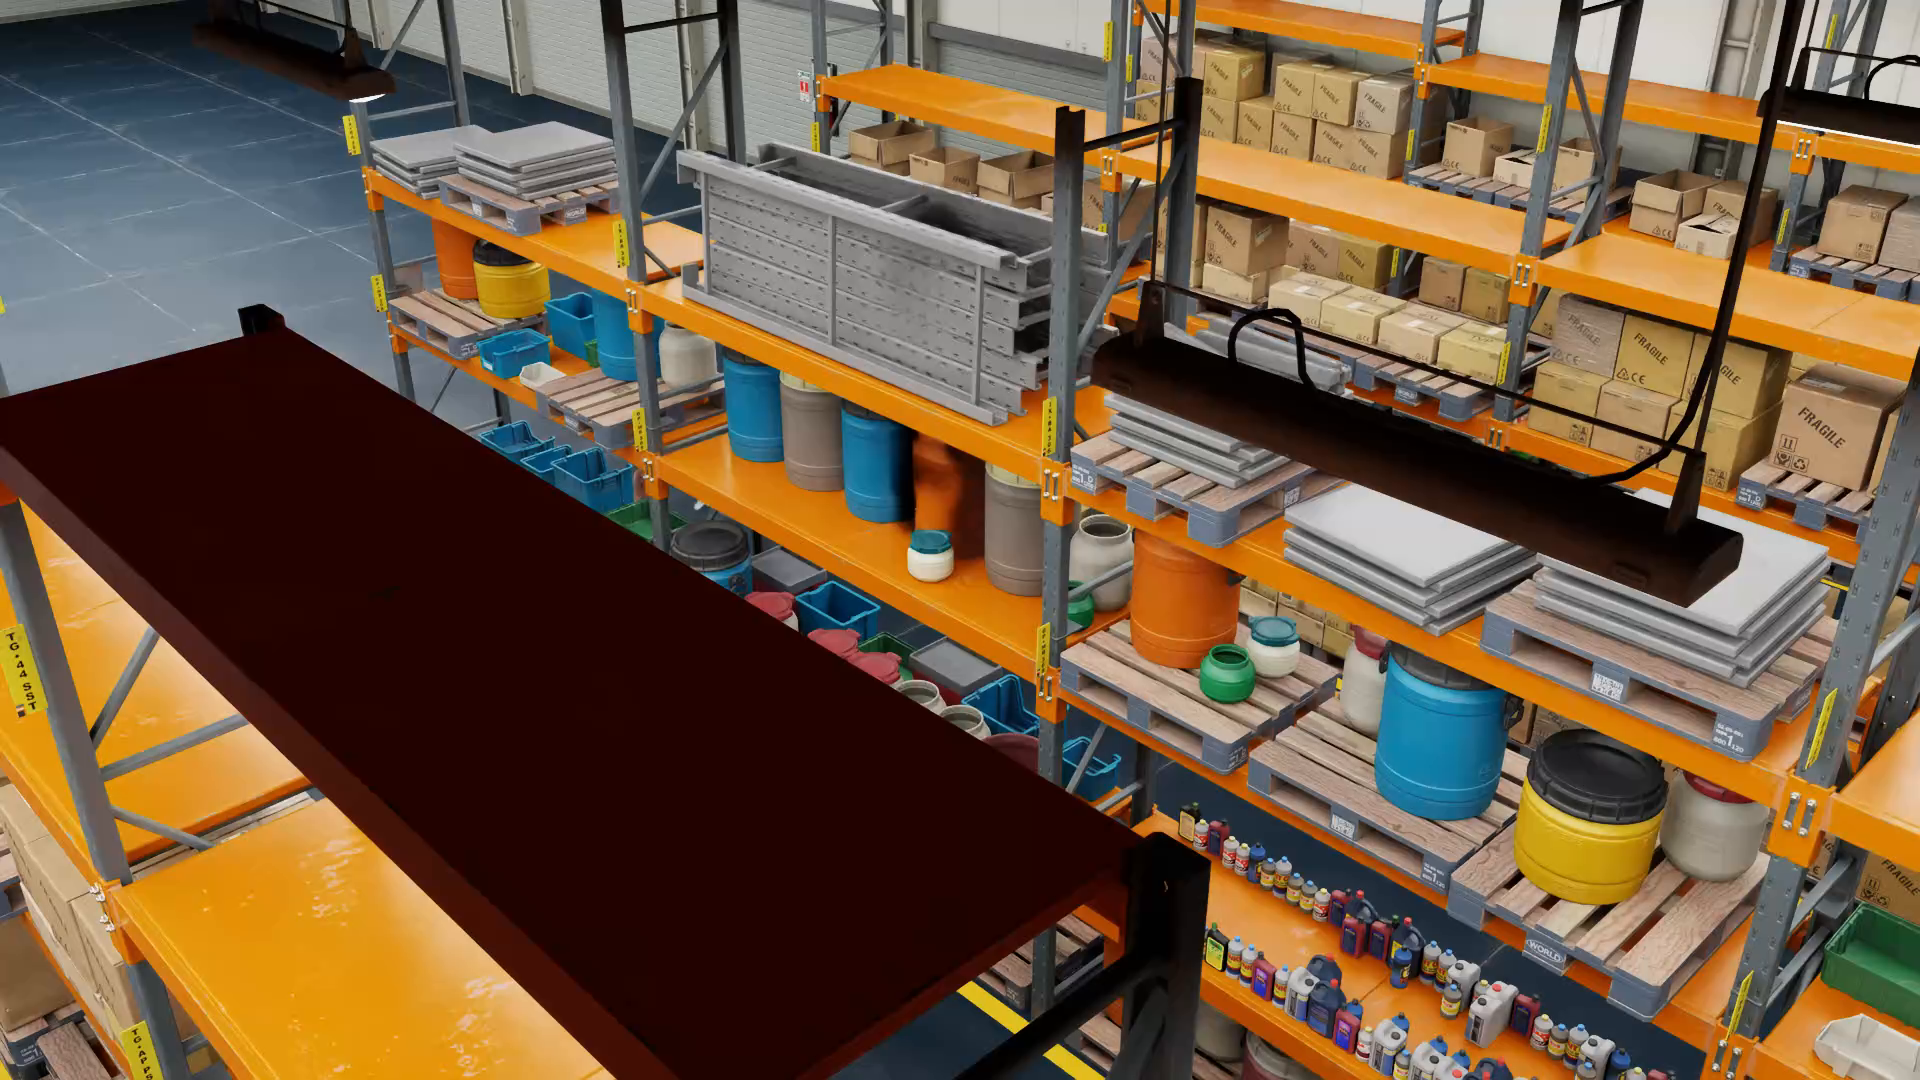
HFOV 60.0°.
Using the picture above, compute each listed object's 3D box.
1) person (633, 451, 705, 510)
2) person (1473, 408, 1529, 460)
[{"bbox_3d":[-3.034,-0.973,16.887,1.026,1.631,0.550,-3,28,-6],"label":"person"},{"bbox_3d":[5.636,-0.963,16.874,0.901,1.697,0.663,4,28,7],"label":"person"}]
